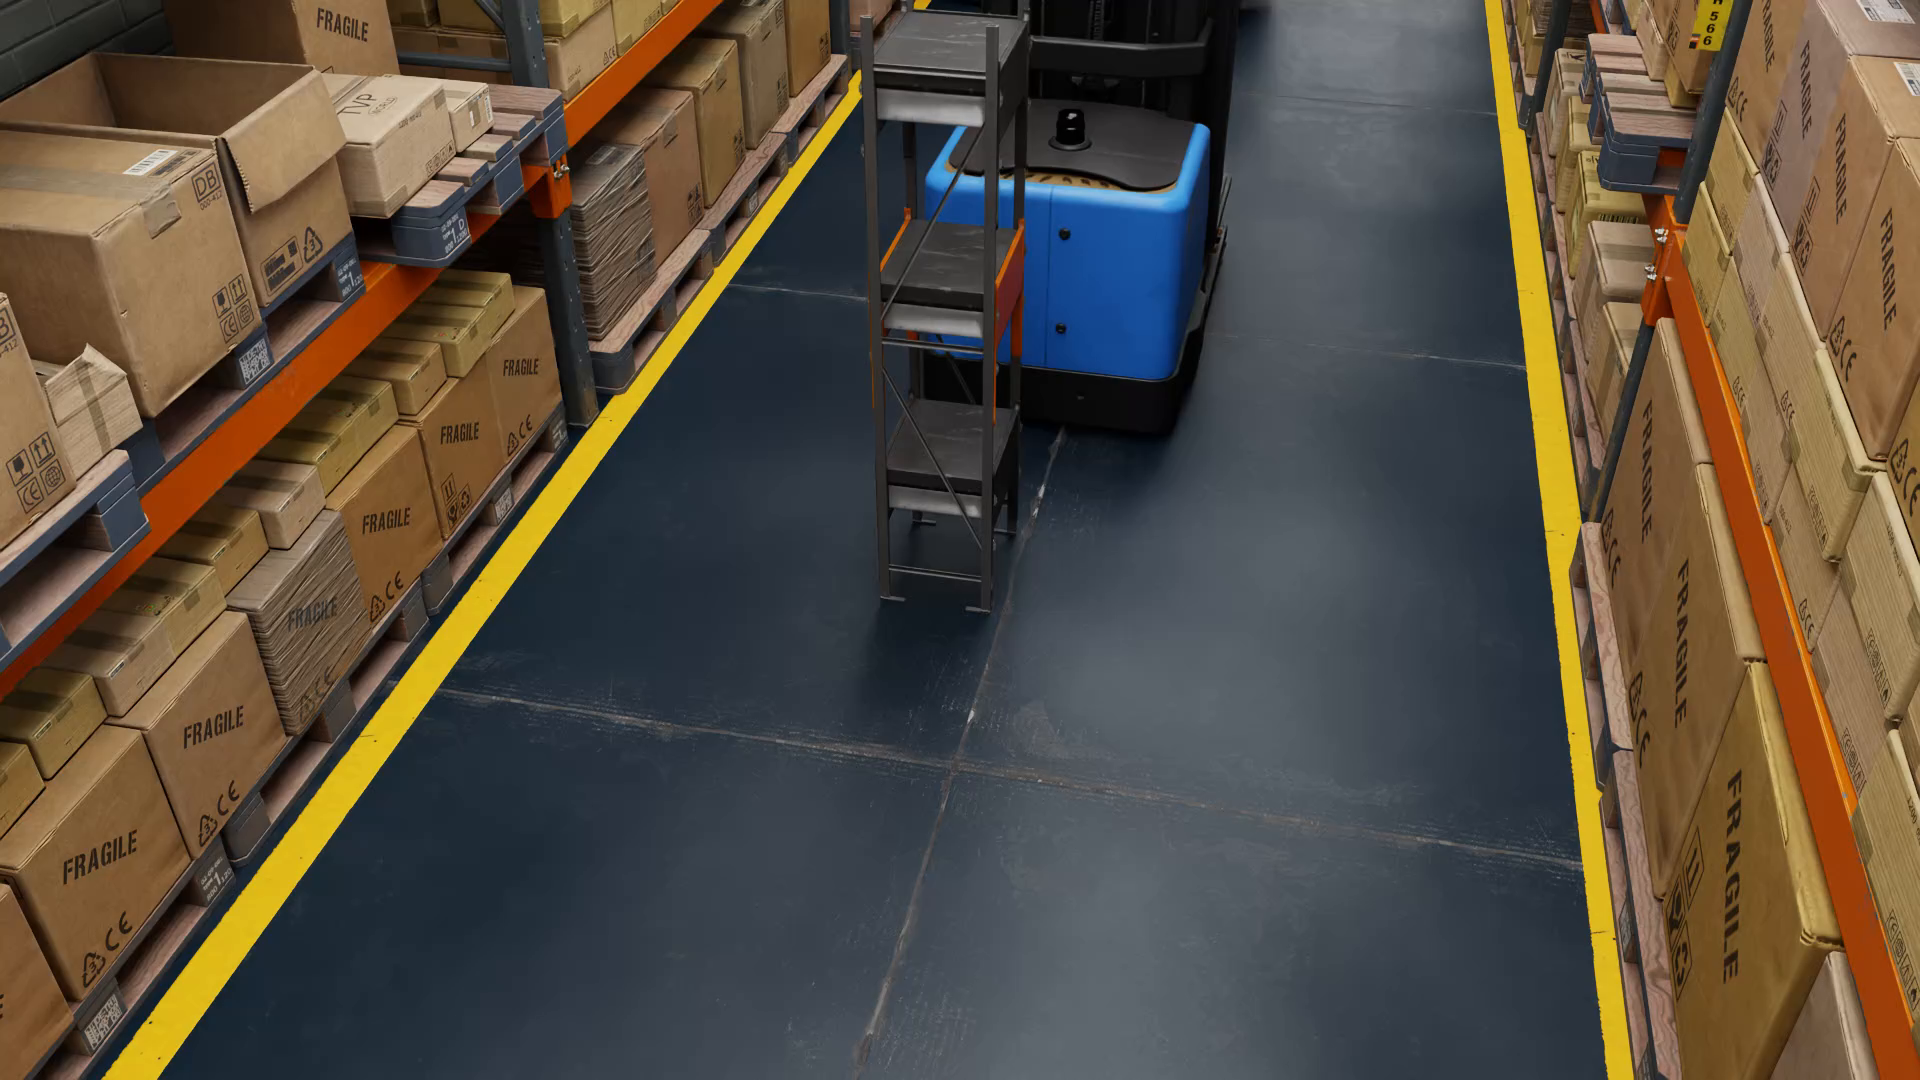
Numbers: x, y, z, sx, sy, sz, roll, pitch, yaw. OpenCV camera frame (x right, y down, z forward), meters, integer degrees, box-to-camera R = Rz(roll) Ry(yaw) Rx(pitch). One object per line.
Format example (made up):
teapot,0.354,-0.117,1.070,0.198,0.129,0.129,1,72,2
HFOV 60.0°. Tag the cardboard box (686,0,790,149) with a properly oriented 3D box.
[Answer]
cardboard box,-1.432,-2.526,8.845,0.875,0.625,0.625,7,37,9

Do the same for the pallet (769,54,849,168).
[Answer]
pallet,-1.278,-2.506,9.527,1.003,0.211,1.213,7,37,10

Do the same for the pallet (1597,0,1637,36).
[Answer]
pallet,3.220,-2.211,6.908,1.003,0.211,1.213,7,37,10

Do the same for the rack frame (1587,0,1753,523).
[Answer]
rack frame,2.837,-1.149,5.279,1.000,3.000,0.127,7,37,10

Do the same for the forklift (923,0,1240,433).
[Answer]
forklift,0.688,-2.484,7.180,1.130,2.935,3.031,8,37,11

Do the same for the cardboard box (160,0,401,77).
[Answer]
cardboard box,-2.275,-1.704,5.602,0.500,0.500,0.500,9,37,12

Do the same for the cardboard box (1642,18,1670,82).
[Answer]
cardboard box,2.674,-1.747,5.961,0.380,0.149,0.250,7,37,10

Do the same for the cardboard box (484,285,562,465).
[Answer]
cardboard box,-1.893,-0.657,6.373,0.500,0.500,0.500,8,37,11

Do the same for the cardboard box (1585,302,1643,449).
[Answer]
cardboard box,2.968,-0.577,6.372,0.950,0.372,0.625,5,36,7

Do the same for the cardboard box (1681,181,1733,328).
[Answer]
cardboard box,2.487,-0.839,4.979,0.500,0.250,0.500,7,36,9

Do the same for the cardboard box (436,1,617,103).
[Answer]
cardboard box,-1.679,-1.932,6.487,0.500,0.250,0.500,7,37,10

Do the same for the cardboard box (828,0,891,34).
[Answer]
cardboard box,-0.732,-3.355,10.308,0.500,0.250,0.500,8,37,10

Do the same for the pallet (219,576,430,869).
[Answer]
pallet,-2.472,0.481,5.407,1.003,0.211,1.213,7,37,10

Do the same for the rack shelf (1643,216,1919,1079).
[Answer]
rack shelf,2.410,0.289,3.908,1.077,0.370,4.000,7,37,10

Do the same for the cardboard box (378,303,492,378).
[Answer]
cardboard box,-1.899,-0.714,5.899,0.380,0.149,0.250,6,36,8

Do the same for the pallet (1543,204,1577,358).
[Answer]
pallet,3.268,-1.165,7.677,1.003,0.211,1.213,7,37,10

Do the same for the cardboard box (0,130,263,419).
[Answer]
cardboard box,-2.267,-0.682,4.192,0.700,0.500,0.500,7,37,10

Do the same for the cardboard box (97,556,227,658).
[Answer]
cardboard box,-2.313,0.175,4.672,0.380,0.149,0.250,9,37,12

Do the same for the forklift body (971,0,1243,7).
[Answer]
forklift body,1.073,-4.696,10.896,2.313,2.155,1.214,7,37,10

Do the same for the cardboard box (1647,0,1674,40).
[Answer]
cardboard box,2.762,-2.073,5.858,0.500,0.500,0.500,7,36,9

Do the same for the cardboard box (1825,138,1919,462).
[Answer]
cardboard box,2.160,-0.473,3.409,0.500,0.500,0.500,8,37,11

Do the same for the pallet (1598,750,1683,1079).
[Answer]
pallet,2.332,1.120,4.525,1.003,0.211,1.213,7,37,10

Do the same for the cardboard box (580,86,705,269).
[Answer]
cardboard box,-1.734,-1.709,7.717,0.875,0.625,0.625,8,37,11

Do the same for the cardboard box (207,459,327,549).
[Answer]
cardboard box,-2.181,-0.118,5.076,0.380,0.149,0.250,6,36,8

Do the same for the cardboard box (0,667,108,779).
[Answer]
cardboard box,-2.458,0.456,4.285,0.380,0.149,0.250,7,36,9

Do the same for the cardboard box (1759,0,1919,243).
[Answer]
cardboard box,2.396,-1.056,4.214,0.500,0.500,0.500,7,37,10

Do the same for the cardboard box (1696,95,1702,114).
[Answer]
cardboard box,2.677,-1.435,5.529,0.380,0.149,0.250,9,37,12

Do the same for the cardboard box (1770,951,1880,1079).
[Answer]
cardboard box,2.037,1.469,3.120,0.875,0.875,0.875,8,37,11

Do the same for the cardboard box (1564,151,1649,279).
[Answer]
cardboard box,3.285,-1.436,7.556,0.950,0.372,0.625,8,37,12

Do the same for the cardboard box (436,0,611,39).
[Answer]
cardboard box,-1.655,-2.131,6.336,0.500,0.250,0.500,7,37,10

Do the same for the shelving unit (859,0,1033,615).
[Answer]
shelving unit,-0.035,-0.755,5.503,0.431,2.100,0.503,7,37,10

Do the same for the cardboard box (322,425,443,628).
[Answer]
cardboard box,-2.119,-0.071,5.565,0.500,0.500,0.500,9,37,12

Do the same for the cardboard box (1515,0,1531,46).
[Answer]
cardboard box,3.659,-3.178,10.064,0.500,0.250,0.500,6,36,9

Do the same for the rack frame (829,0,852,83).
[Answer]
rack frame,-1.158,-4.062,9.299,1.000,3.000,0.127,7,37,10

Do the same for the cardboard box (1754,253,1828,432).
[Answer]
cardboard box,2.258,-0.451,4.017,0.500,0.250,0.500,7,37,10

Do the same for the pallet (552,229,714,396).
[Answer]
pallet,-1.799,-1.107,7.597,1.003,0.211,1.213,7,37,10

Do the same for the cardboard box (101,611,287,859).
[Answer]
cardboard box,-2.329,0.525,4.741,0.500,0.500,0.500,6,36,9

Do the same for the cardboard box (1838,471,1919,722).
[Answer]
cardboard box,2.044,0.134,3.210,0.500,0.250,0.500,8,37,11

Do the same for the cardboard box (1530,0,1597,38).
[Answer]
cardboard box,3.556,-3.175,9.421,0.500,0.500,0.500,7,36,9

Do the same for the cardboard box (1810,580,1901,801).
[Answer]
cardboard box,2.069,0.338,3.356,0.500,0.250,0.500,6,36,9

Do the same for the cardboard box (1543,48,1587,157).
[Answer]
cardboard box,3.582,-2.247,8.676,0.950,0.372,0.625,8,37,11

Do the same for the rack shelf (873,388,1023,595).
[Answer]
rack shelf,-0.035,-0.177,5.922,0.431,0.518,0.480,7,37,10

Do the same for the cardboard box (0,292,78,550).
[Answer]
cardboard box,-2.435,-0.232,3.571,0.700,0.500,0.500,8,37,10

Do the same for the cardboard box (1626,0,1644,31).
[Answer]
cardboard box,2.781,-2.050,6.379,0.380,0.149,0.250,8,37,11

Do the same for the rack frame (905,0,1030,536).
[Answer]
rack frame,0.017,-0.895,5.696,0.400,2.100,0.015,7,37,10

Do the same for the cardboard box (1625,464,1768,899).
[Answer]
cardboard box,2.414,0.438,4.542,0.875,0.875,0.875,8,37,11

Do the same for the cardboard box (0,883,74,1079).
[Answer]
cardboard box,-2.544,1.117,3.924,0.500,0.500,0.500,9,37,12

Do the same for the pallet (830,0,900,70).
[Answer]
pallet,-0.948,-3.384,10.739,1.003,0.211,1.213,7,37,10

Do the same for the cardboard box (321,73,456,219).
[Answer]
cardboard box,-1.922,-1.233,5.165,0.500,0.250,0.500,6,36,8

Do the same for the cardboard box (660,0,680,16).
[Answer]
cardboard box,-1.464,-2.516,7.293,0.500,0.250,0.500,6,36,8

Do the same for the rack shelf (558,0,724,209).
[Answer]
rack shelf,-1.586,-2.624,7.928,1.077,0.370,4.000,7,37,10

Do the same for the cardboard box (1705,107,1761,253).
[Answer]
cardboard box,2.488,-1.031,4.818,0.500,0.250,0.500,7,37,10

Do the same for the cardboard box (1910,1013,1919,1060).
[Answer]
cardboard box,1.832,0.916,2.557,0.500,0.250,0.500,6,36,9

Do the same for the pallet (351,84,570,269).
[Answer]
pallet,-2.089,-1.294,5.643,1.213,0.211,1.003,7,37,10

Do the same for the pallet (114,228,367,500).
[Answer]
pallet,-2.424,-0.576,4.652,1.003,0.211,1.213,7,37,10

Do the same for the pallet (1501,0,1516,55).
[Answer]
pallet,4.059,-3.404,10.767,1.003,0.211,1.213,7,37,10

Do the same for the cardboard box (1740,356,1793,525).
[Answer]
cardboard box,2.277,-0.242,4.156,0.500,0.250,0.500,8,37,12

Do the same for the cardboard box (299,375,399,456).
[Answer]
cardboard box,-2.099,-0.423,5.497,0.380,0.149,0.250,8,37,11
